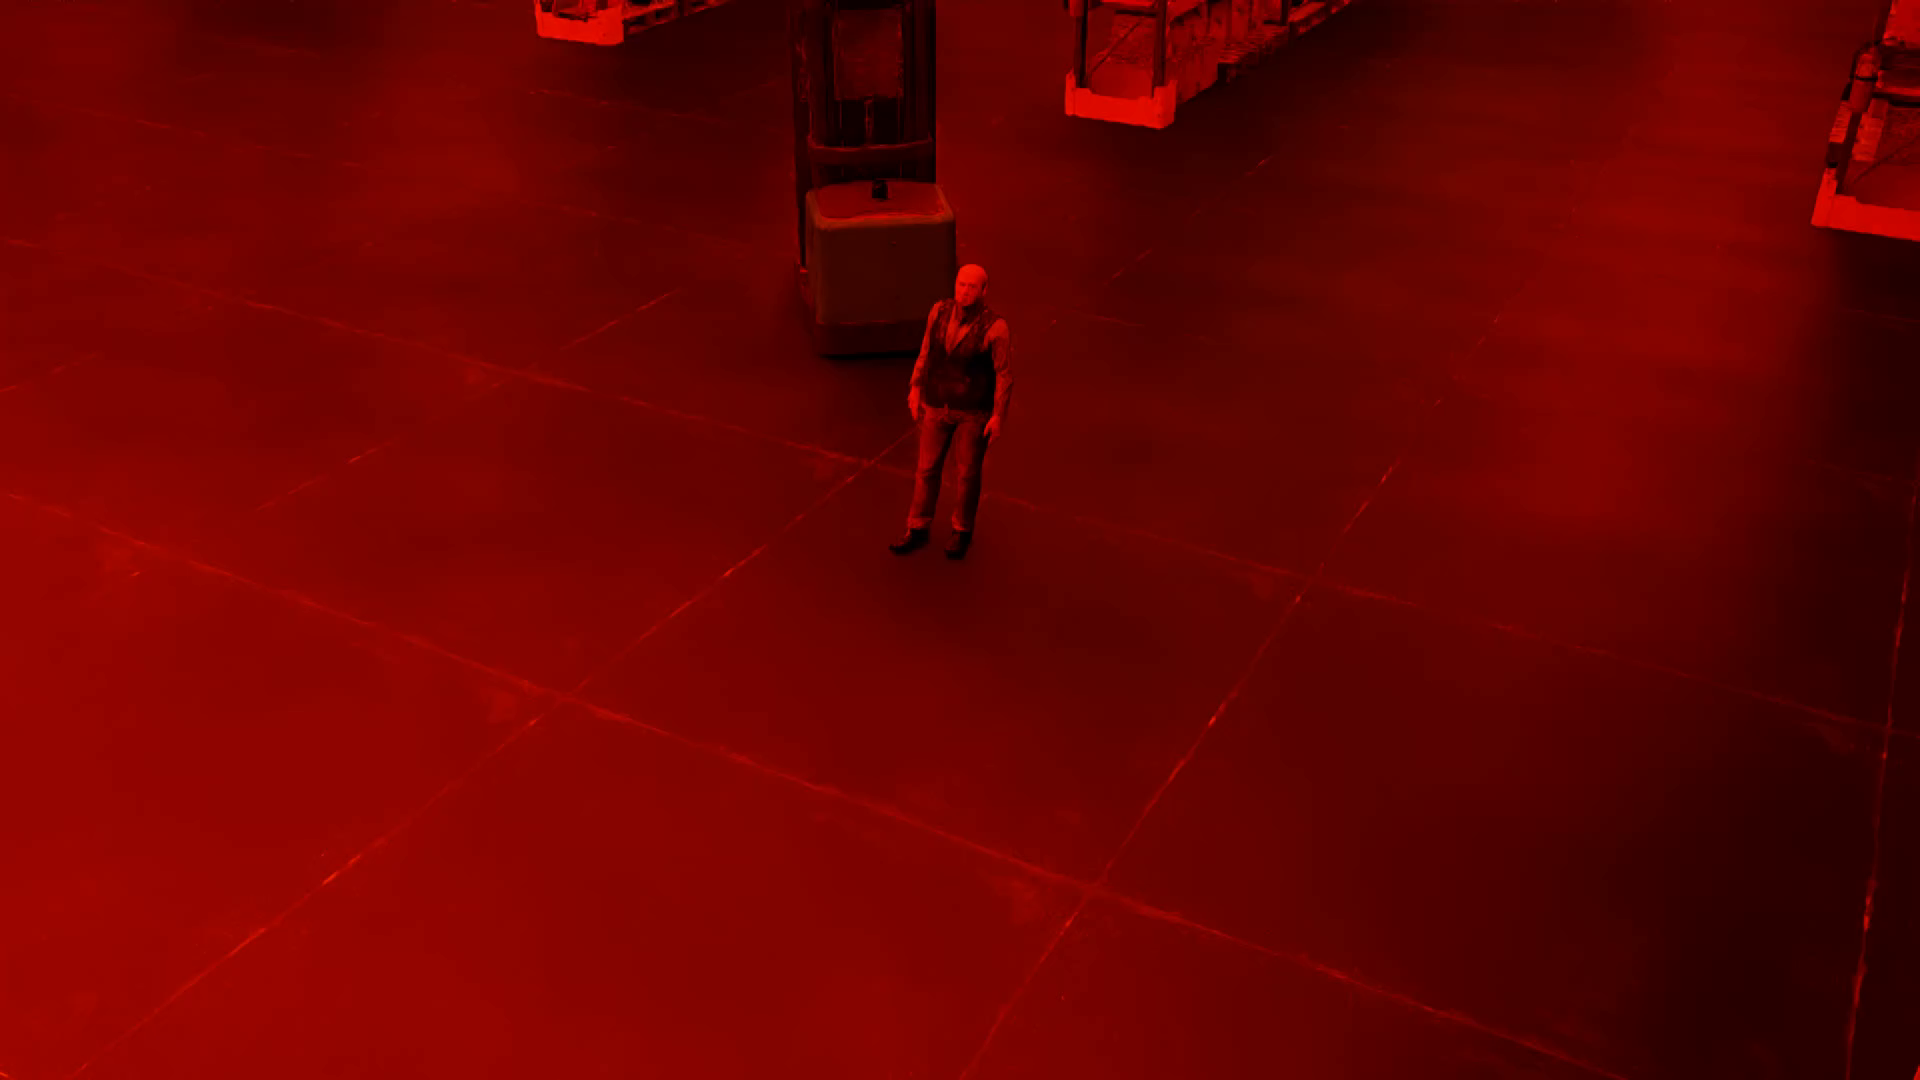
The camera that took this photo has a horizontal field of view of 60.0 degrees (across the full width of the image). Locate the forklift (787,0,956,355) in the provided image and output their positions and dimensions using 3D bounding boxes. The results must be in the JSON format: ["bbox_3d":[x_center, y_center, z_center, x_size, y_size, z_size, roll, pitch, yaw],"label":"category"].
[{"bbox_3d":[-0.769,-3.347,12.871,1.130,2.935,3.031,-5,30,-8],"label":"forklift"}]

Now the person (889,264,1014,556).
[{"bbox_3d":[-0.037,-0.726,9.525,0.632,1.720,0.567,15,33,25],"label":"person"}]
